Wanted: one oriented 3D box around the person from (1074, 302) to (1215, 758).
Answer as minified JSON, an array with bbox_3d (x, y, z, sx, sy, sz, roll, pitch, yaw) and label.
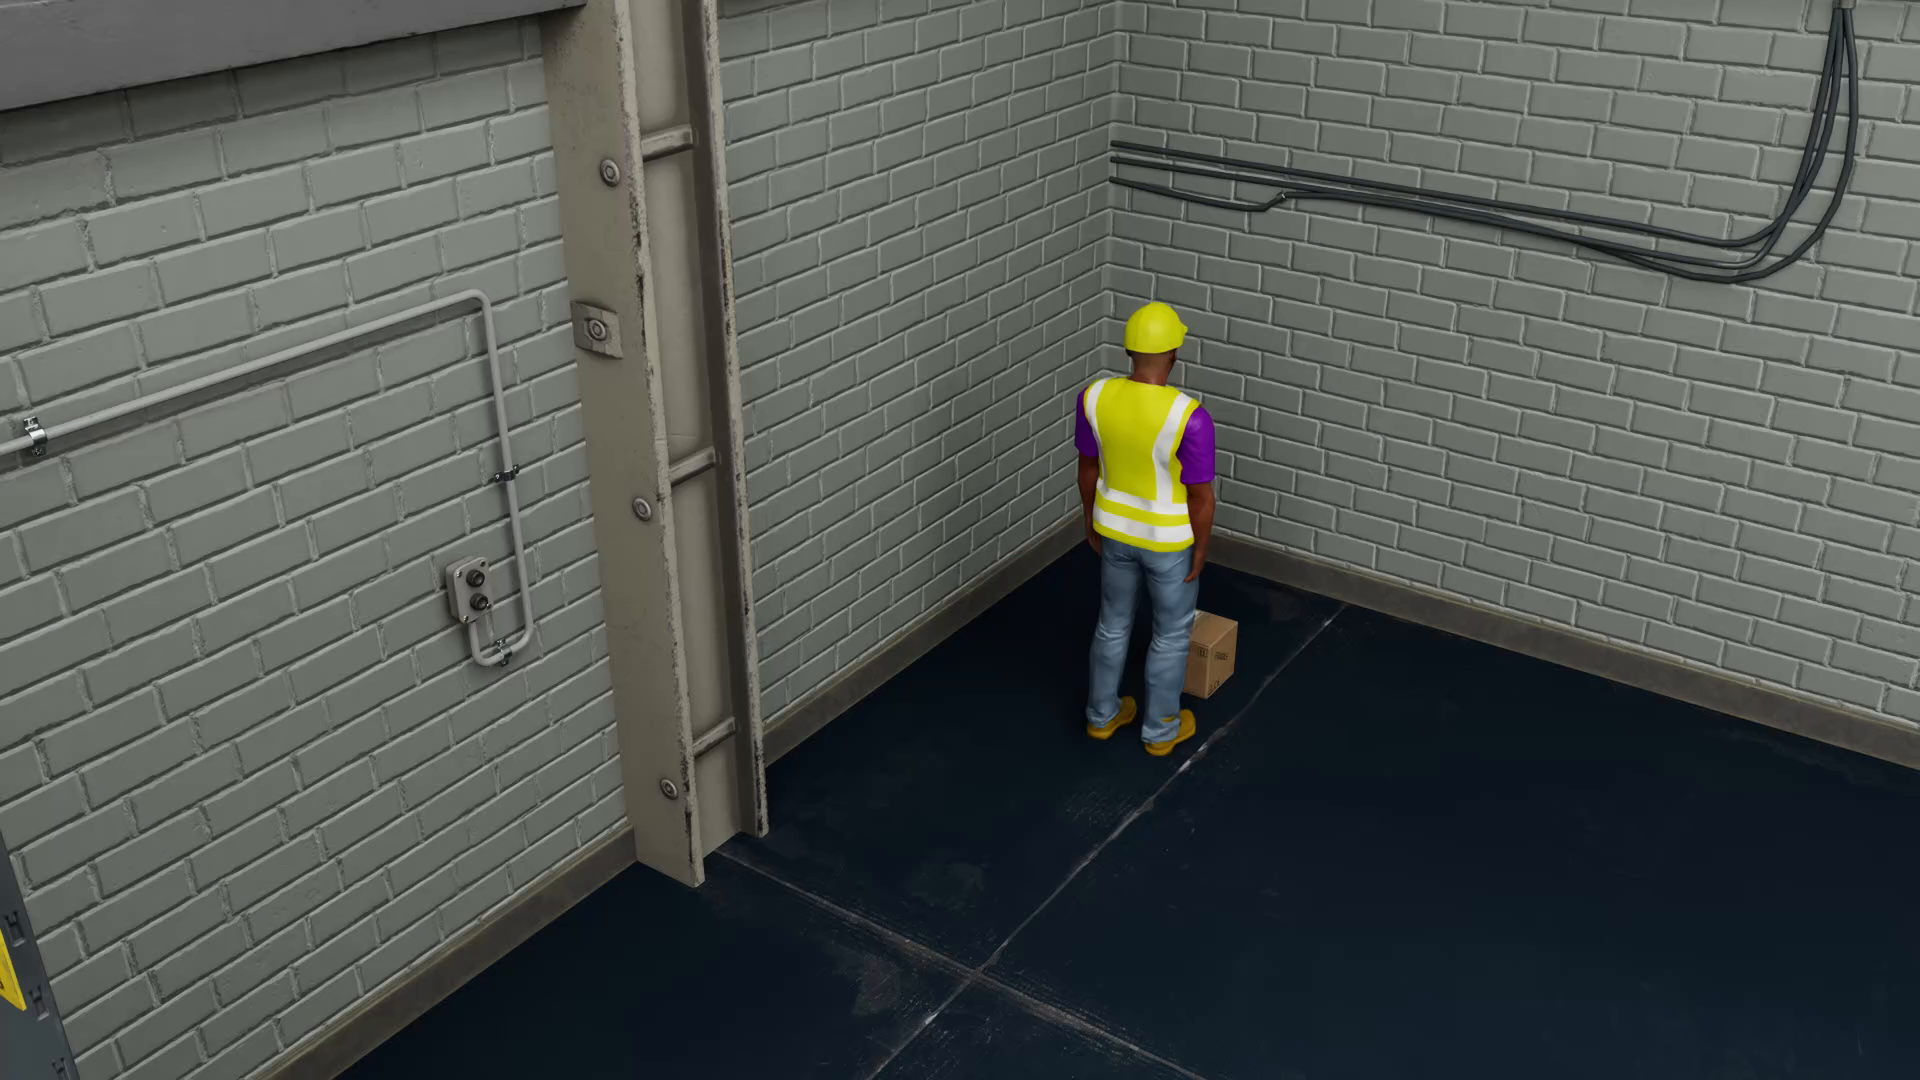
[{"bbox_3d":[0.691,-0.034,6.167,0.562,1.766,0.365,18,32,32],"label":"person"}]
